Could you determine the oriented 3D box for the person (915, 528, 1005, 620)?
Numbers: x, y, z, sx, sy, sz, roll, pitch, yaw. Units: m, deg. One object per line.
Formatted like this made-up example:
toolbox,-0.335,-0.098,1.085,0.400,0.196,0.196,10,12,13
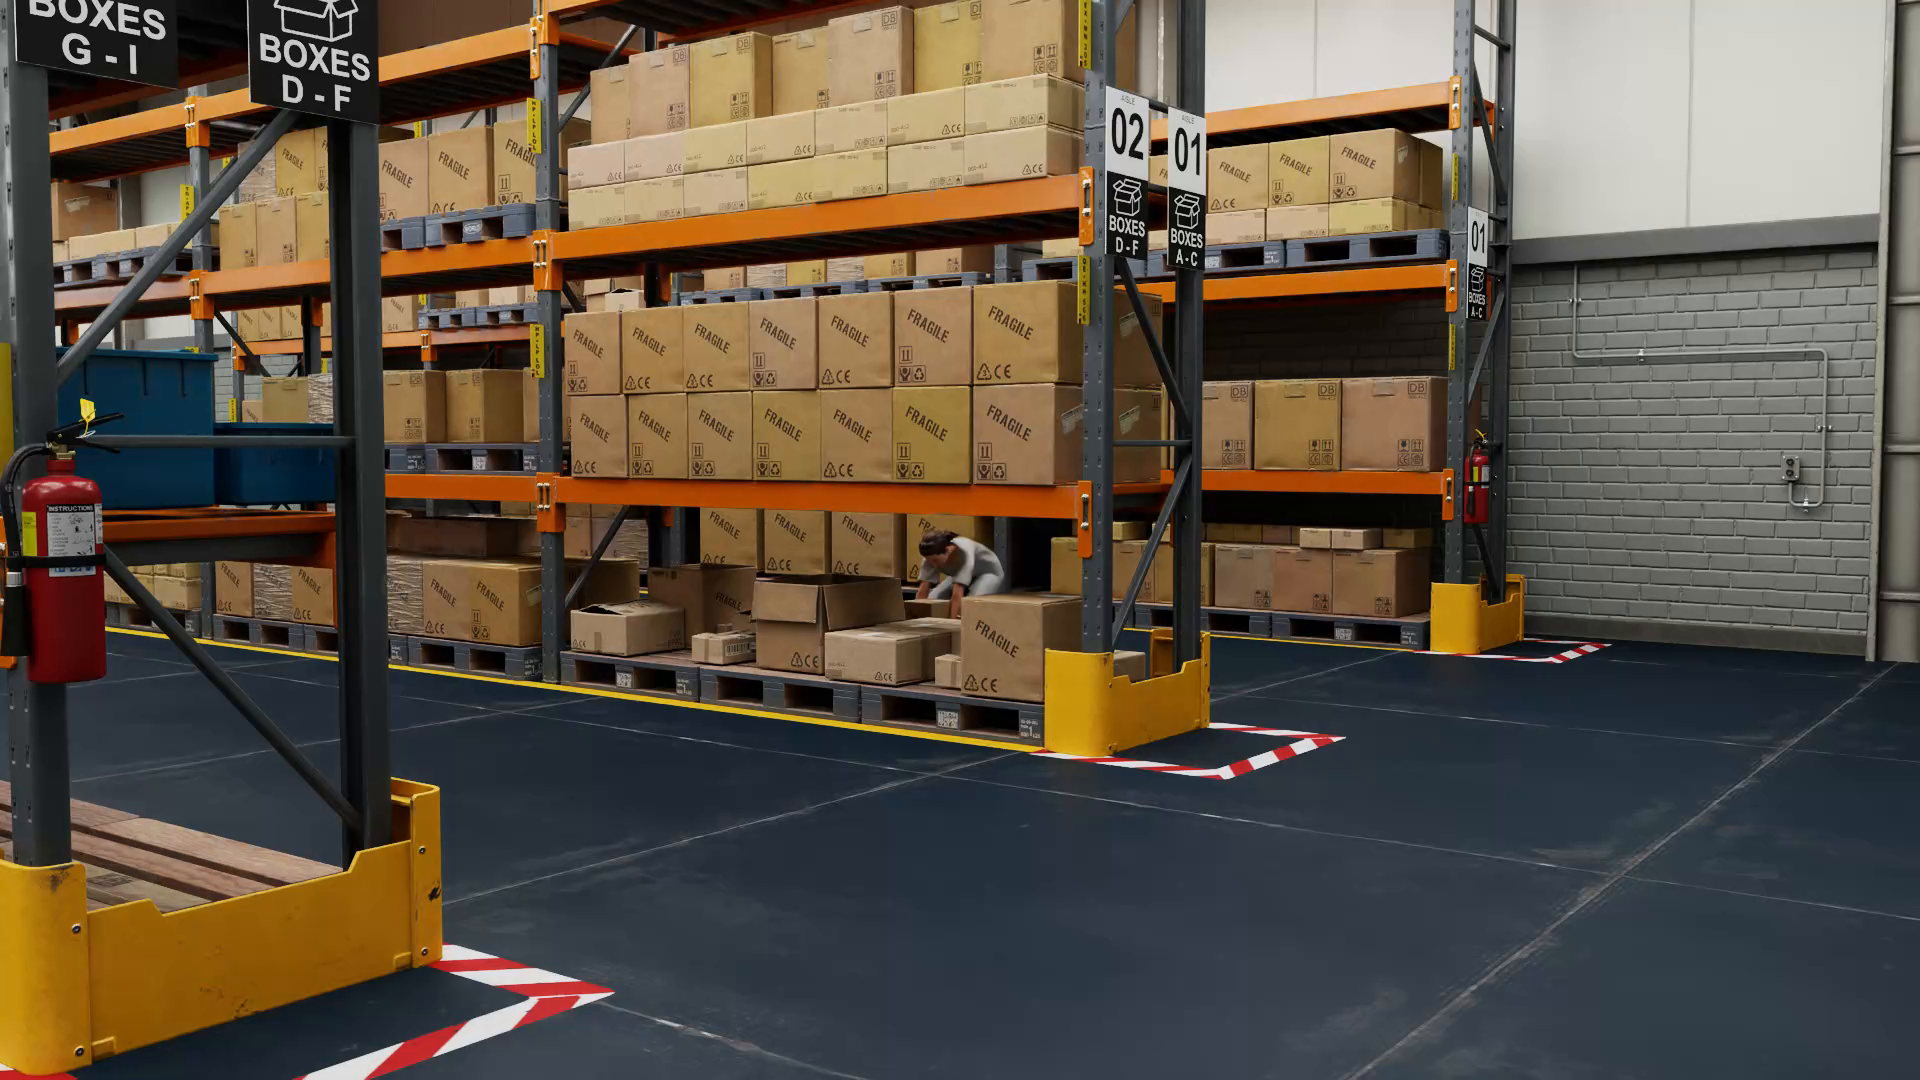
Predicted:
person,-0.015,0.385,11.456,0.472,0.929,0.842,2,4,34
